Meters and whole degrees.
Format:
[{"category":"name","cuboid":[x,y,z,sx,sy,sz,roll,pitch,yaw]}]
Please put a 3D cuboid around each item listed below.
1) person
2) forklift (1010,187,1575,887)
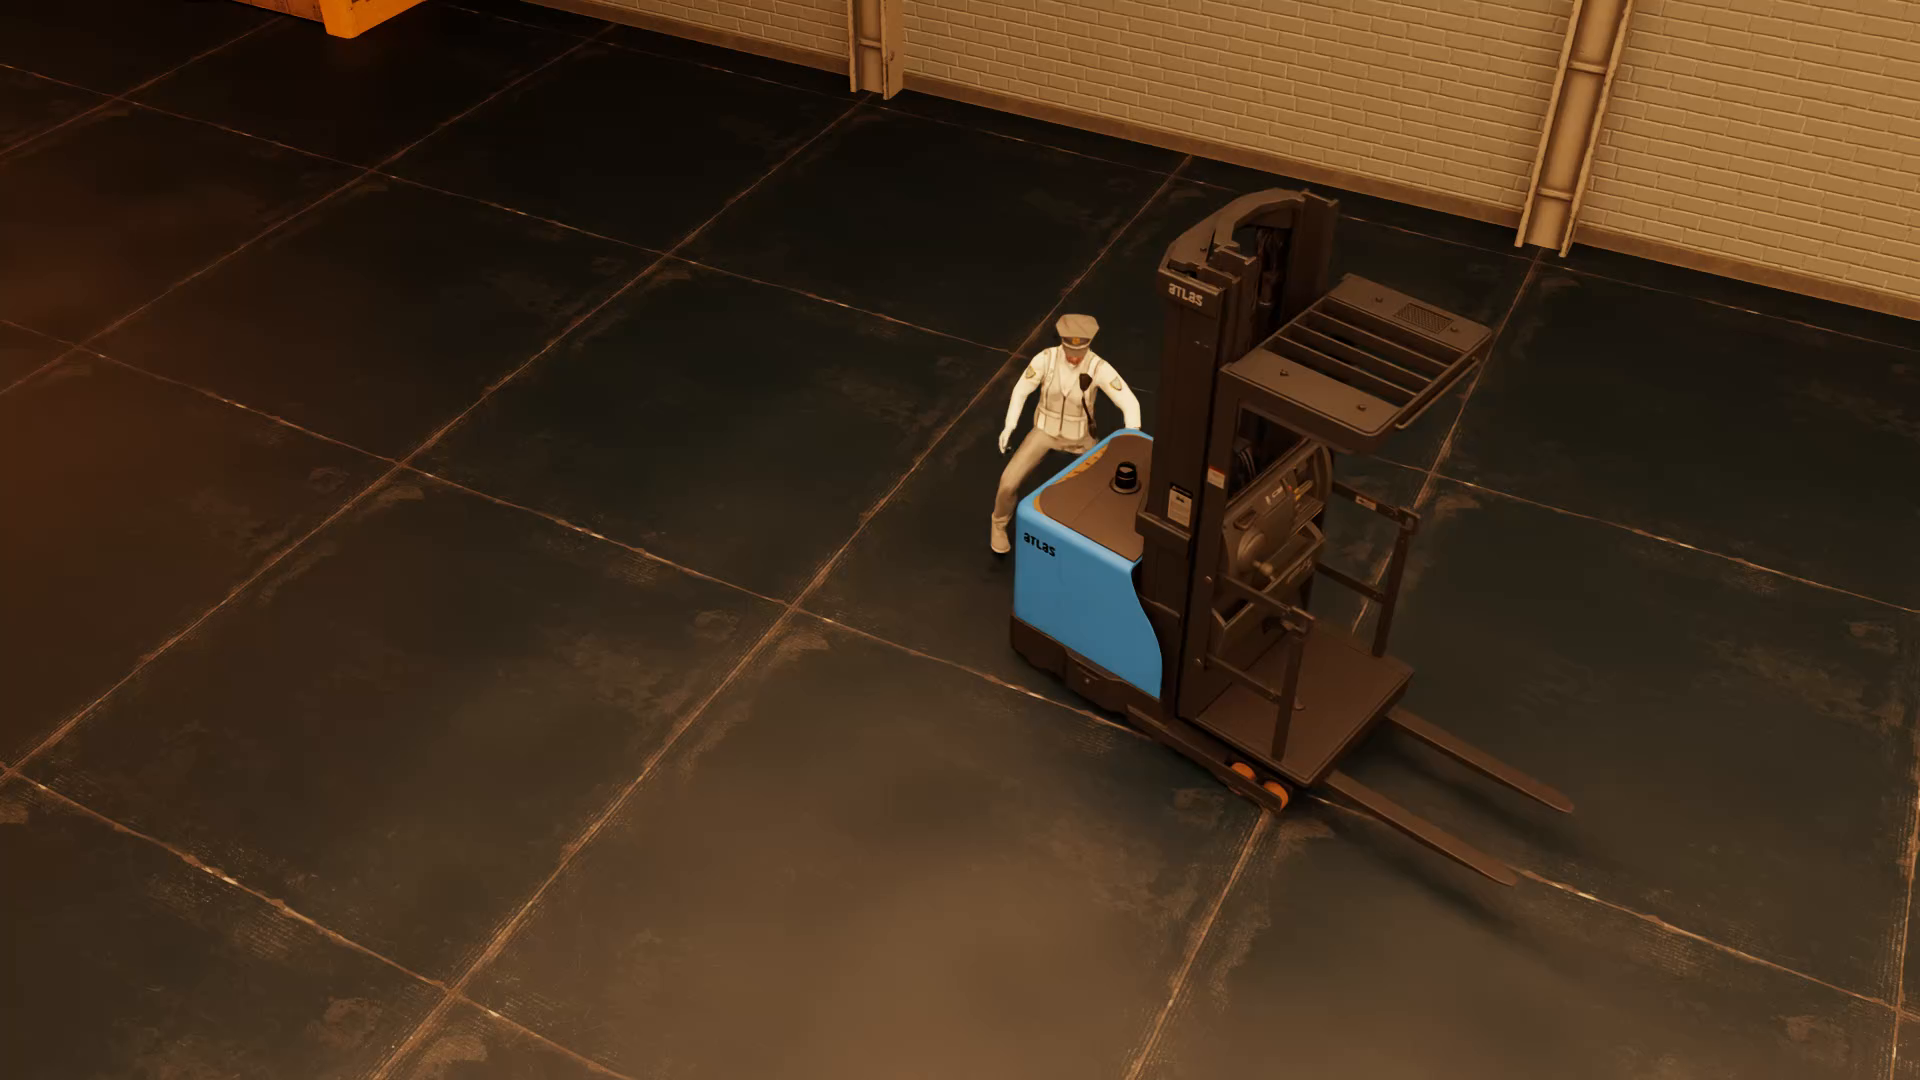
[{"category":"person","cuboid":[0.671,-0.621,9.861,0.899,1.537,0.774,9,41,10]},{"category":"forklift","cuboid":[1.725,-0.097,8.102,3.031,2.935,1.130,29,48,30]}]
